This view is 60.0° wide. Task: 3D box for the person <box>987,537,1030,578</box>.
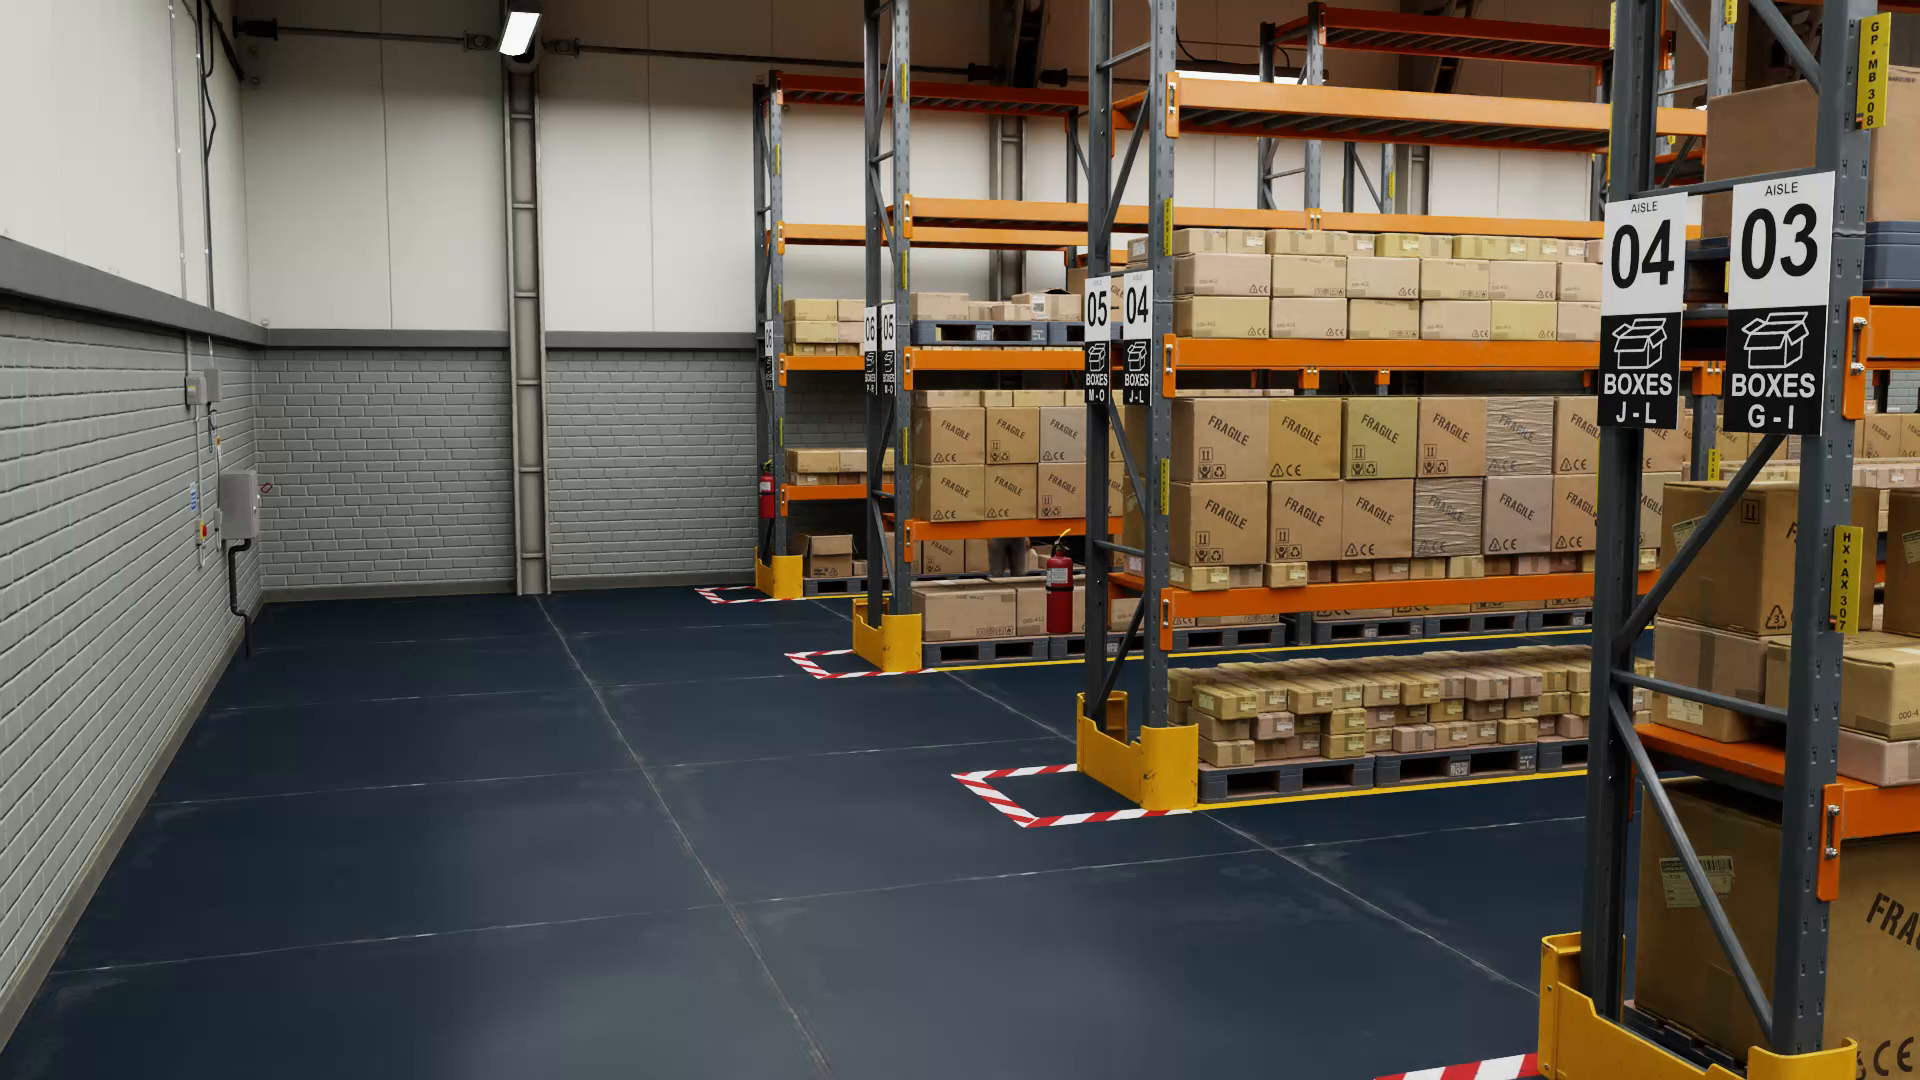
[{"bbox_3d":[0.509,-0.032,17.525,0.530,1.771,0.358,-2,6,-17],"label":"person"}]
